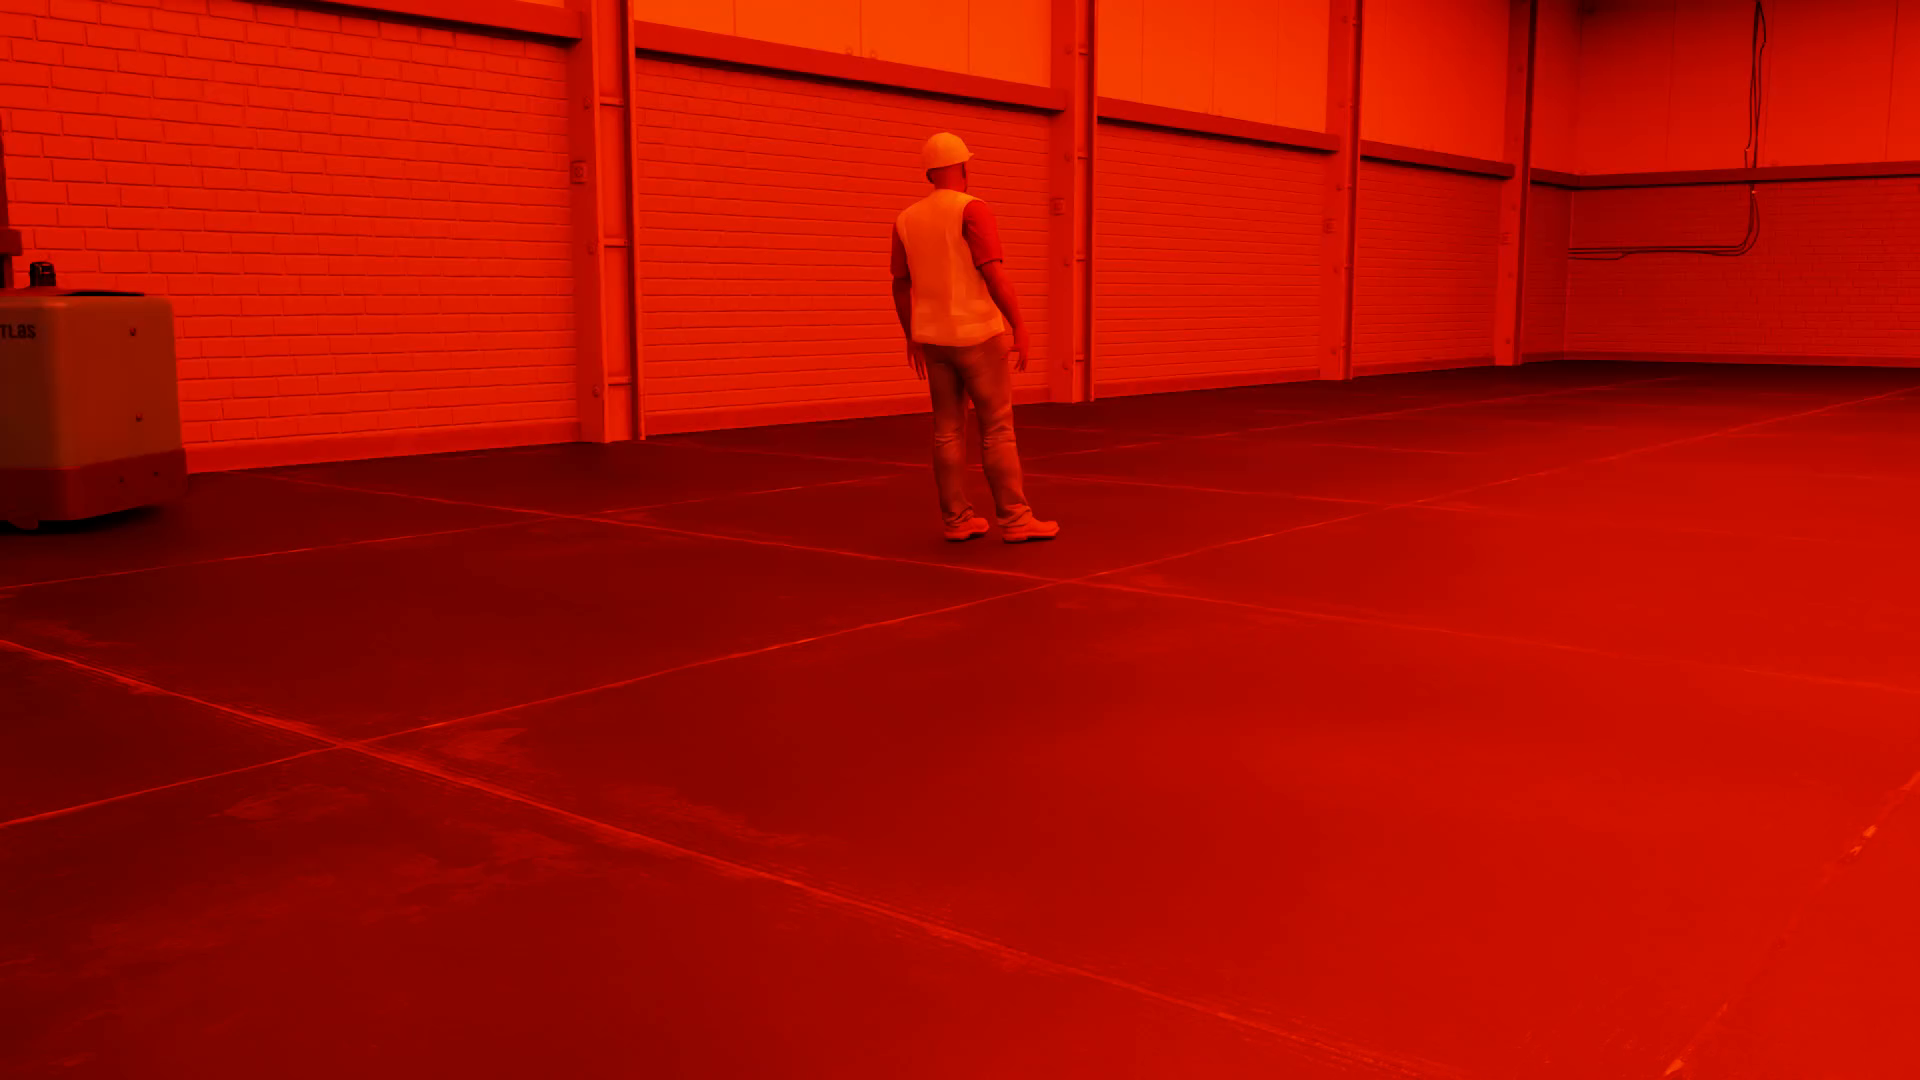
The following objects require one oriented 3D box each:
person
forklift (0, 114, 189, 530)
[{"bbox_3d":[0.049,-0.888,7.325,0.665,1.765,0.577,7,11,38],"label":"person"},{"bbox_3d":[-5.455,-1.555,7.907,3.031,2.935,1.130,1,8,4],"label":"forklift"}]
